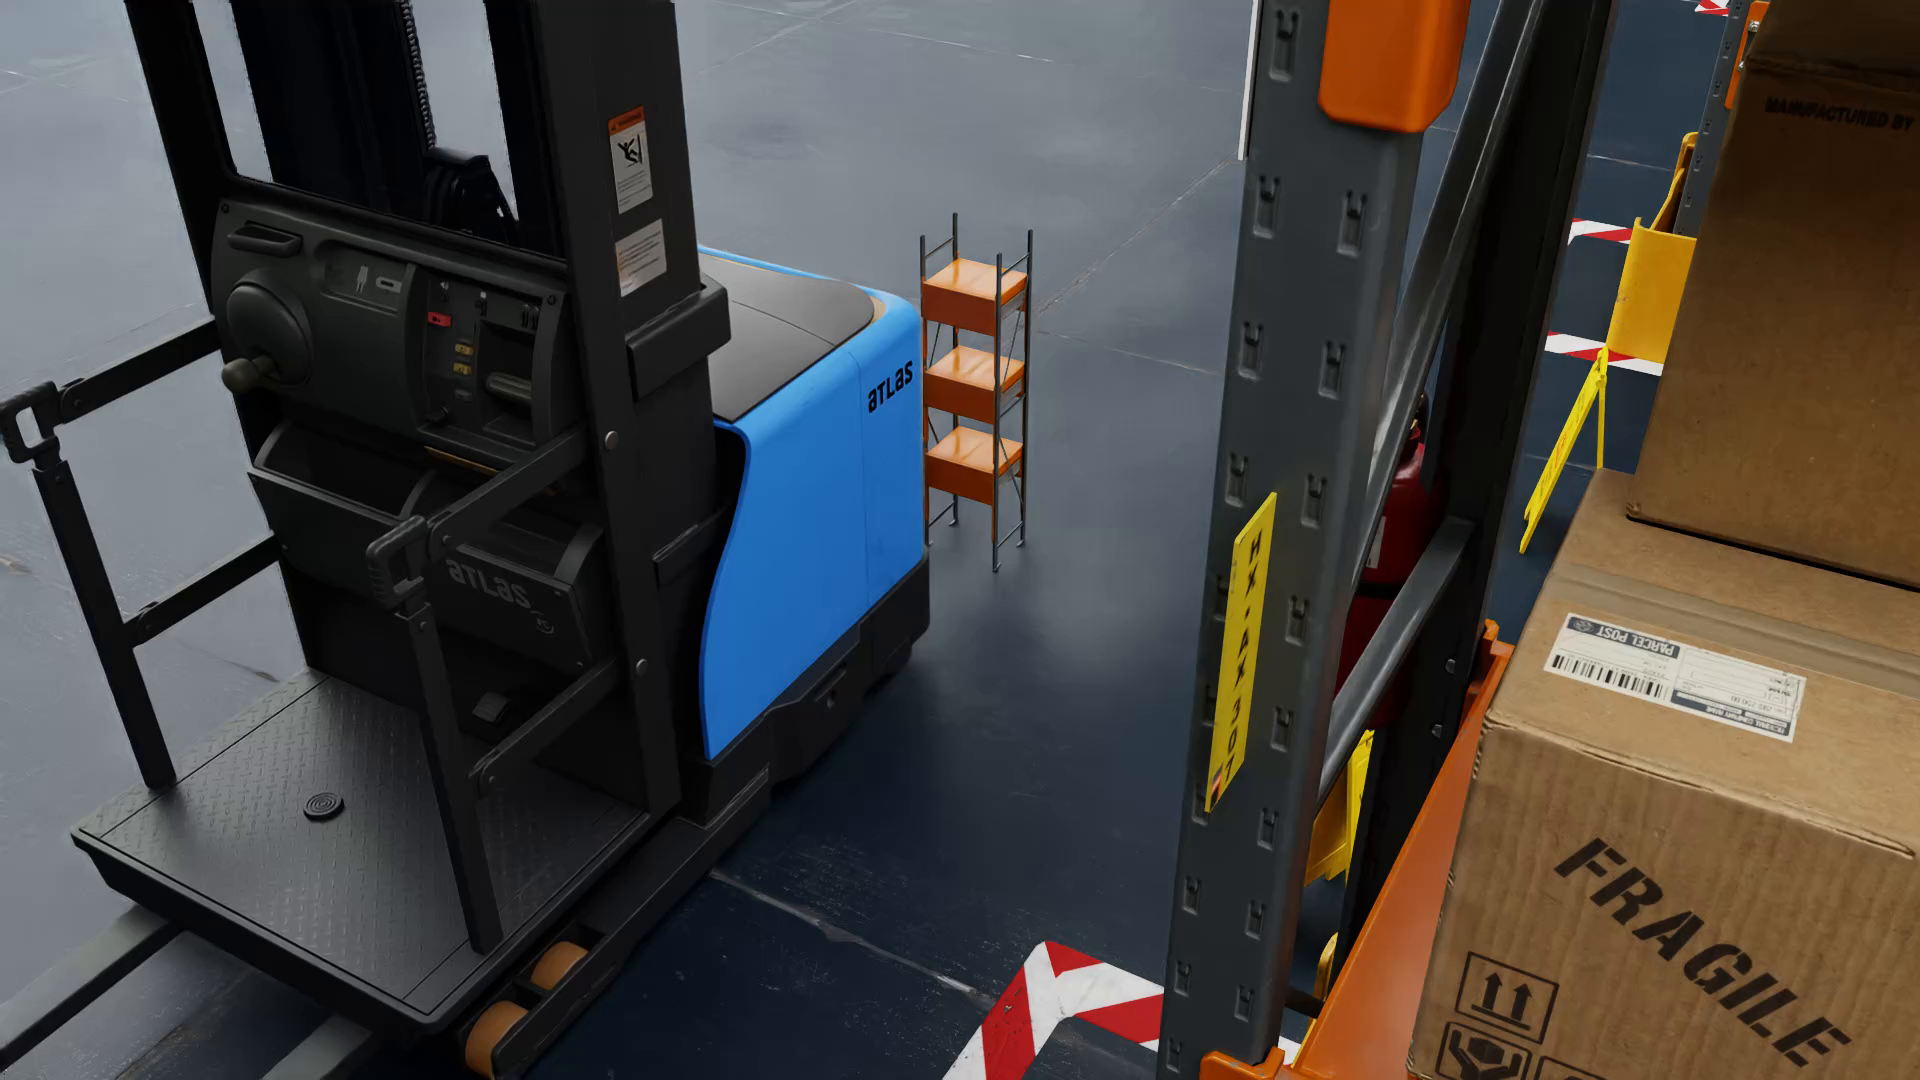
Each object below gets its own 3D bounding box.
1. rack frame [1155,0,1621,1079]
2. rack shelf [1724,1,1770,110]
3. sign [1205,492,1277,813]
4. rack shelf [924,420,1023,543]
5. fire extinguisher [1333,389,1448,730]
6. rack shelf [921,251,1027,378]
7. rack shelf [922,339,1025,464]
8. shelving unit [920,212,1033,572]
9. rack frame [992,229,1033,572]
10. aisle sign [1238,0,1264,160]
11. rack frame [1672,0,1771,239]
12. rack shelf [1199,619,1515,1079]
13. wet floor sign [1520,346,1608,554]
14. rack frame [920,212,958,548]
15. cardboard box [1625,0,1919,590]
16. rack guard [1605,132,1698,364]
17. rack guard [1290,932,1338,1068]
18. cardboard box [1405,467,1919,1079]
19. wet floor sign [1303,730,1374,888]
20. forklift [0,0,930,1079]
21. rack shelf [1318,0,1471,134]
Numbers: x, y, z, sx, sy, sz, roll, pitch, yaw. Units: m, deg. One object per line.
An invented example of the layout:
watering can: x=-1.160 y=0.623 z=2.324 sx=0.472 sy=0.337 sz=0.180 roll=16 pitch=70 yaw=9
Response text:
rack frame: x=0.537 y=0.213 z=2.224 sx=0.053 sy=2.616 sz=0.949 roll=18 pitch=37 yaw=24
rack shelf: x=4.643 y=-1.349 z=5.218 sx=4.000 sy=0.370 sz=1.077 roll=18 pitch=37 yaw=24
sign: x=0.269 y=0.112 z=1.594 sx=0.005 sy=0.325 sz=0.100 roll=18 pitch=37 yaw=24
rack shelf: x=0.046 y=-0.182 z=5.097 sx=0.240 sy=0.259 sz=0.215 roll=18 pitch=37 yaw=24
fire extinguisher: x=0.668 y=-0.010 z=2.628 sx=0.183 sy=0.674 sz=0.296 roll=18 pitch=37 yaw=24
rack shelf: x=0.046 y=-0.650 z=4.785 sx=0.240 sy=0.259 sz=0.215 roll=18 pitch=37 yaw=24
rack shelf: x=0.046 y=-0.413 z=4.943 sx=0.240 sy=0.259 sz=0.215 roll=18 pitch=37 yaw=24
shelving unit: x=0.046 y=-0.422 z=4.937 sx=0.252 sy=1.050 sz=0.215 roll=18 pitch=37 yaw=24
rack frame: x=0.152 y=-0.389 z=4.887 sx=0.008 sy=1.050 sz=0.200 roll=18 pitch=37 yaw=24
aisle sign: x=0.331 y=-0.738 z=1.307 sx=0.004 sy=0.787 sz=0.394 roll=18 pitch=37 yaw=24
rack frame: x=2.907 y=-2.198 z=5.845 sx=0.127 sy=3.000 sz=1.000 roll=18 pitch=37 yaw=24
rack shelf: x=2.275 y=1.061 z=1.600 sx=4.000 sy=0.370 sz=1.077 roll=18 pitch=37 yaw=24
wet floor sign: x=1.899 y=-0.274 z=5.079 sx=0.232 sy=0.644 sz=0.267 roll=11 pitch=35 yaw=16
rack frame: x=-0.059 y=-0.456 z=4.987 sx=0.008 sy=1.050 sz=0.200 roll=18 pitch=37 yaw=24
cardboard box: x=1.090 y=-0.335 z=1.786 sx=0.500 sy=0.500 sz=0.700 roll=17 pitch=37 yaw=23
rack guard: x=2.886 y=-1.165 z=6.548 sx=0.348 sy=0.500 sz=1.175 roll=18 pitch=37 yaw=24
rack guard: x=0.604 y=1.273 z=2.888 sx=0.348 sy=0.500 sz=1.175 roll=18 pitch=37 yaw=24
cardboard box: x=0.812 y=0.310 z=1.720 sx=0.500 sy=0.500 sz=0.500 roll=17 pitch=37 yaw=24
wet floor sign: x=0.904 y=0.624 z=3.730 sx=0.267 sy=0.644 sz=0.232 roll=-25 pitch=41 yaw=-33
forklift: x=-1.255 y=-0.364 z=3.152 sx=1.130 sy=2.935 sz=3.031 roll=18 pitch=37 yaw=24
rack shelf: x=2.275 y=-0.188 z=0.768 sx=4.000 sy=0.370 sz=1.077 roll=18 pitch=37 yaw=24
